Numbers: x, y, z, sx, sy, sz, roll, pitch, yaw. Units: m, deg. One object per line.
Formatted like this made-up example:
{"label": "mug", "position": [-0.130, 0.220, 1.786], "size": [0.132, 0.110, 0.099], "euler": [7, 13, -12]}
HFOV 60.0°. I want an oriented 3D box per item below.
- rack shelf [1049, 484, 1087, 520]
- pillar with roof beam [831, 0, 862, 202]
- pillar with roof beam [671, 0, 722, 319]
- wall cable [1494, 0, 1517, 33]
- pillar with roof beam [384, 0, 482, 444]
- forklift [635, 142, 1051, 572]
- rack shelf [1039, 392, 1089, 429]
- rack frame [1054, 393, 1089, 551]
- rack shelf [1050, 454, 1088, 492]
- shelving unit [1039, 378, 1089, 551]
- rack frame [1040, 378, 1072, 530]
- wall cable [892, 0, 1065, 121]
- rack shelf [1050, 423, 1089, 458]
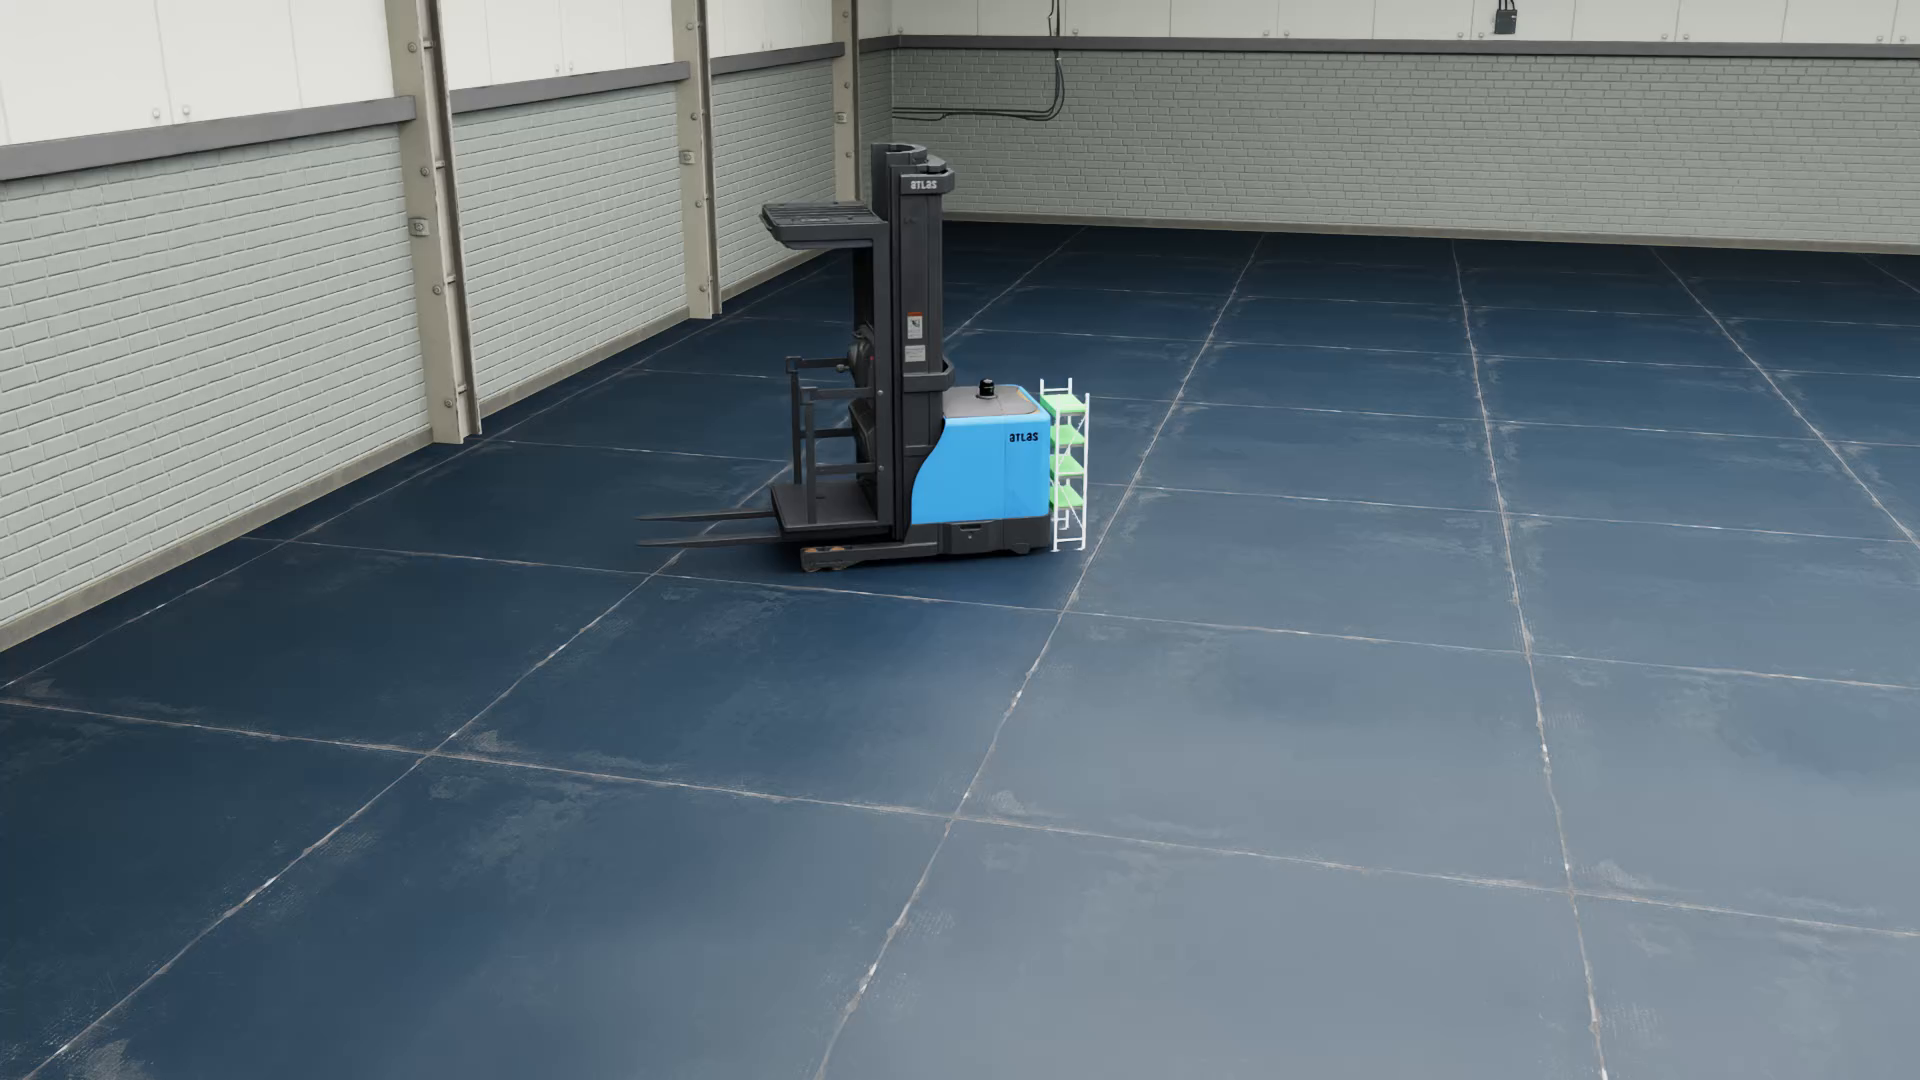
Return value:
{"label": "rack shelf", "position": [0.772, -0.282, 12.596], "size": [0.258, 0.148, 0.480], "euler": [-4, 19, -11]}
{"label": "pillar with roof beam", "position": [2.419, -8.635, 24.046], "size": [9.100, 9.000, 0.400], "euler": [5, 19, 13]}
{"label": "pillar with roof beam", "position": [0.953, -6.754, 18.540], "size": [9.100, 9.000, 0.400], "euler": [5, 19, 13]}
{"label": "wall cable", "position": [9.448, -10.649, 24.680], "size": [2.305, 6.003, 0.169], "euler": [5, 19, 13]}
{"label": "pillar with roof beam", "position": [-0.513, -4.874, 13.034], "size": [9.100, 9.000, 0.400], "euler": [5, 19, 13]}
{"label": "forklift", "position": [-0.895, -1.342, 12.082], "size": [3.031, 2.935, 1.130], "euler": [-4, 19, -11]}
{"label": "rack shelf", "position": [0.772, -0.963, 12.363], "size": [0.258, 0.148, 0.480], "euler": [-4, 19, -11]}
{"label": "rack frame", "position": [0.820, -0.492, 12.271], "size": [0.240, 1.200, 0.015], "euler": [-4, 19, -11]}
{"label": "rack shelf", "position": [0.772, -0.509, 12.518], "size": [0.258, 0.148, 0.480], "euler": [-4, 19, -11]}
{"label": "shelving unit", "position": [0.772, -0.569, 12.498], "size": [0.258, 1.200, 0.503], "euler": [-4, 19, -11]}
{"label": "rack frame", "position": [0.724, -0.647, 12.724], "size": [0.240, 1.200, 0.015], "euler": [-4, 19, -11]}
{"label": "wall cable", "position": [0.246, -8.324, 27.941], "size": [3.097, 2.526, 0.112], "euler": [5, 19, 13]}
{"label": "rack shelf", "position": [0.772, -0.736, 12.441], "size": [0.258, 0.148, 0.480], "euler": [-4, 19, -11]}
